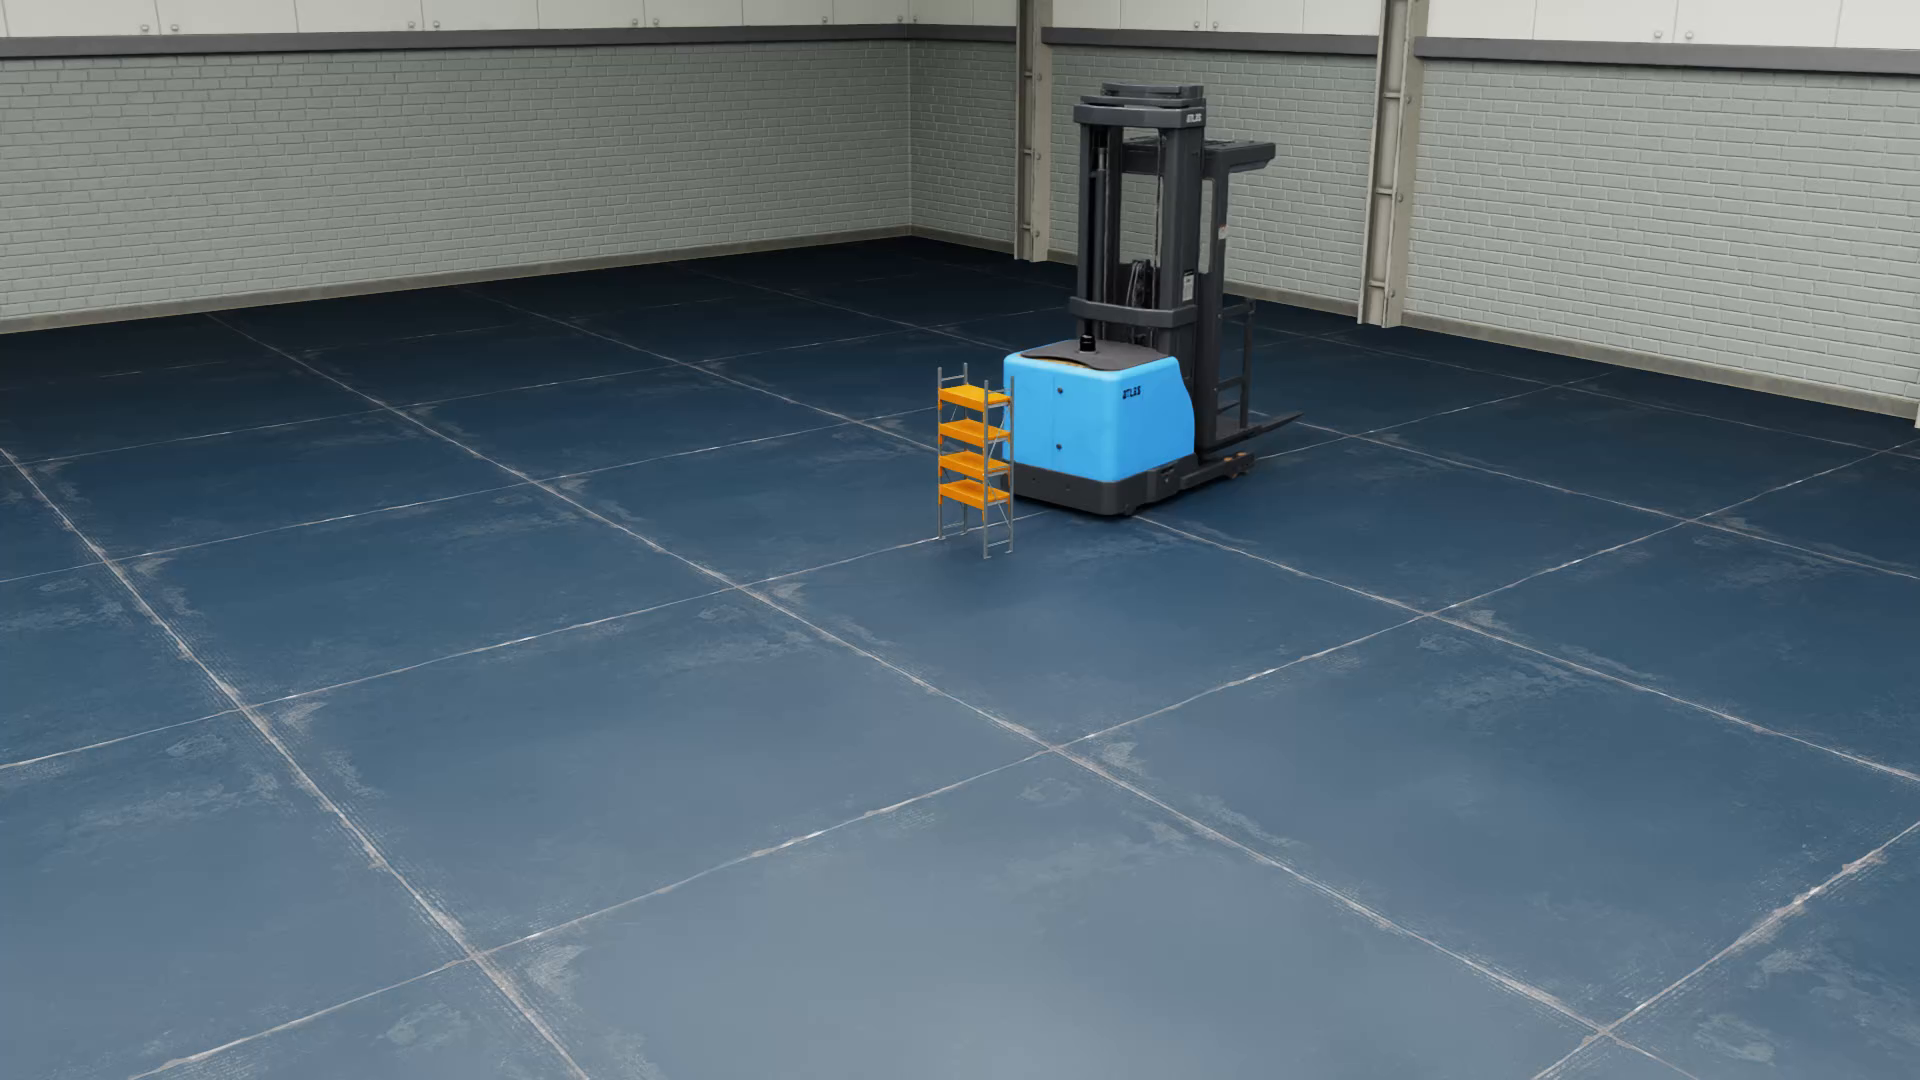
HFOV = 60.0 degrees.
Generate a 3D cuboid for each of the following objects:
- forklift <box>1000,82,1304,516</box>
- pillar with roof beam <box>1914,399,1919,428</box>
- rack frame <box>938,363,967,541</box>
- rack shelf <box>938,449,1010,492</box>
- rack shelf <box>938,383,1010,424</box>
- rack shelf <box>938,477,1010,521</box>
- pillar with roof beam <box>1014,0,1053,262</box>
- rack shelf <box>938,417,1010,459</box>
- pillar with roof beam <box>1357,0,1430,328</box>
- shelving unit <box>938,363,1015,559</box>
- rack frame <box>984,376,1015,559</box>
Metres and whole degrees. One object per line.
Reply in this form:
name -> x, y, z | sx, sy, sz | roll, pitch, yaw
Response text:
forklift -> 1.638, -1.952, 12.596 | 1.130, 2.935, 3.031 | 15, 24, 38
pillar with roof beam -> 5.070, -4.383, 10.284 | 9.100, 9.000, 0.400 | -14, 23, -36
rack frame -> -0.049, -0.589, 11.232 | 0.240, 1.200, 0.015 | -14, 23, -36
rack shelf -> 0.103, -0.465, 11.072 | 0.258, 0.148, 0.480 | -14, 23, -36
rack shelf -> 0.103, -0.902, 10.927 | 0.258, 0.148, 0.480 | -14, 23, -36
rack shelf -> 0.103, -0.276, 11.134 | 0.258, 0.148, 0.480 | -14, 23, -36
pillar with roof beam -> -2.381, -7.340, 19.214 | 9.100, 9.000, 0.400 | -14, 23, -36
rack shelf -> 0.103, -0.677, 11.002 | 0.258, 0.148, 0.480 | -14, 23, -36
pillar with roof beam -> 1.344, -5.862, 14.749 | 9.100, 9.000, 0.400 | -14, 23, -36
shelving unit -> 0.103, -0.529, 11.051 | 0.258, 1.200, 0.503 | -14, 23, -36
rack frame -> 0.254, -0.469, 10.869 | 0.240, 1.200, 0.015 | -14, 23, -36
